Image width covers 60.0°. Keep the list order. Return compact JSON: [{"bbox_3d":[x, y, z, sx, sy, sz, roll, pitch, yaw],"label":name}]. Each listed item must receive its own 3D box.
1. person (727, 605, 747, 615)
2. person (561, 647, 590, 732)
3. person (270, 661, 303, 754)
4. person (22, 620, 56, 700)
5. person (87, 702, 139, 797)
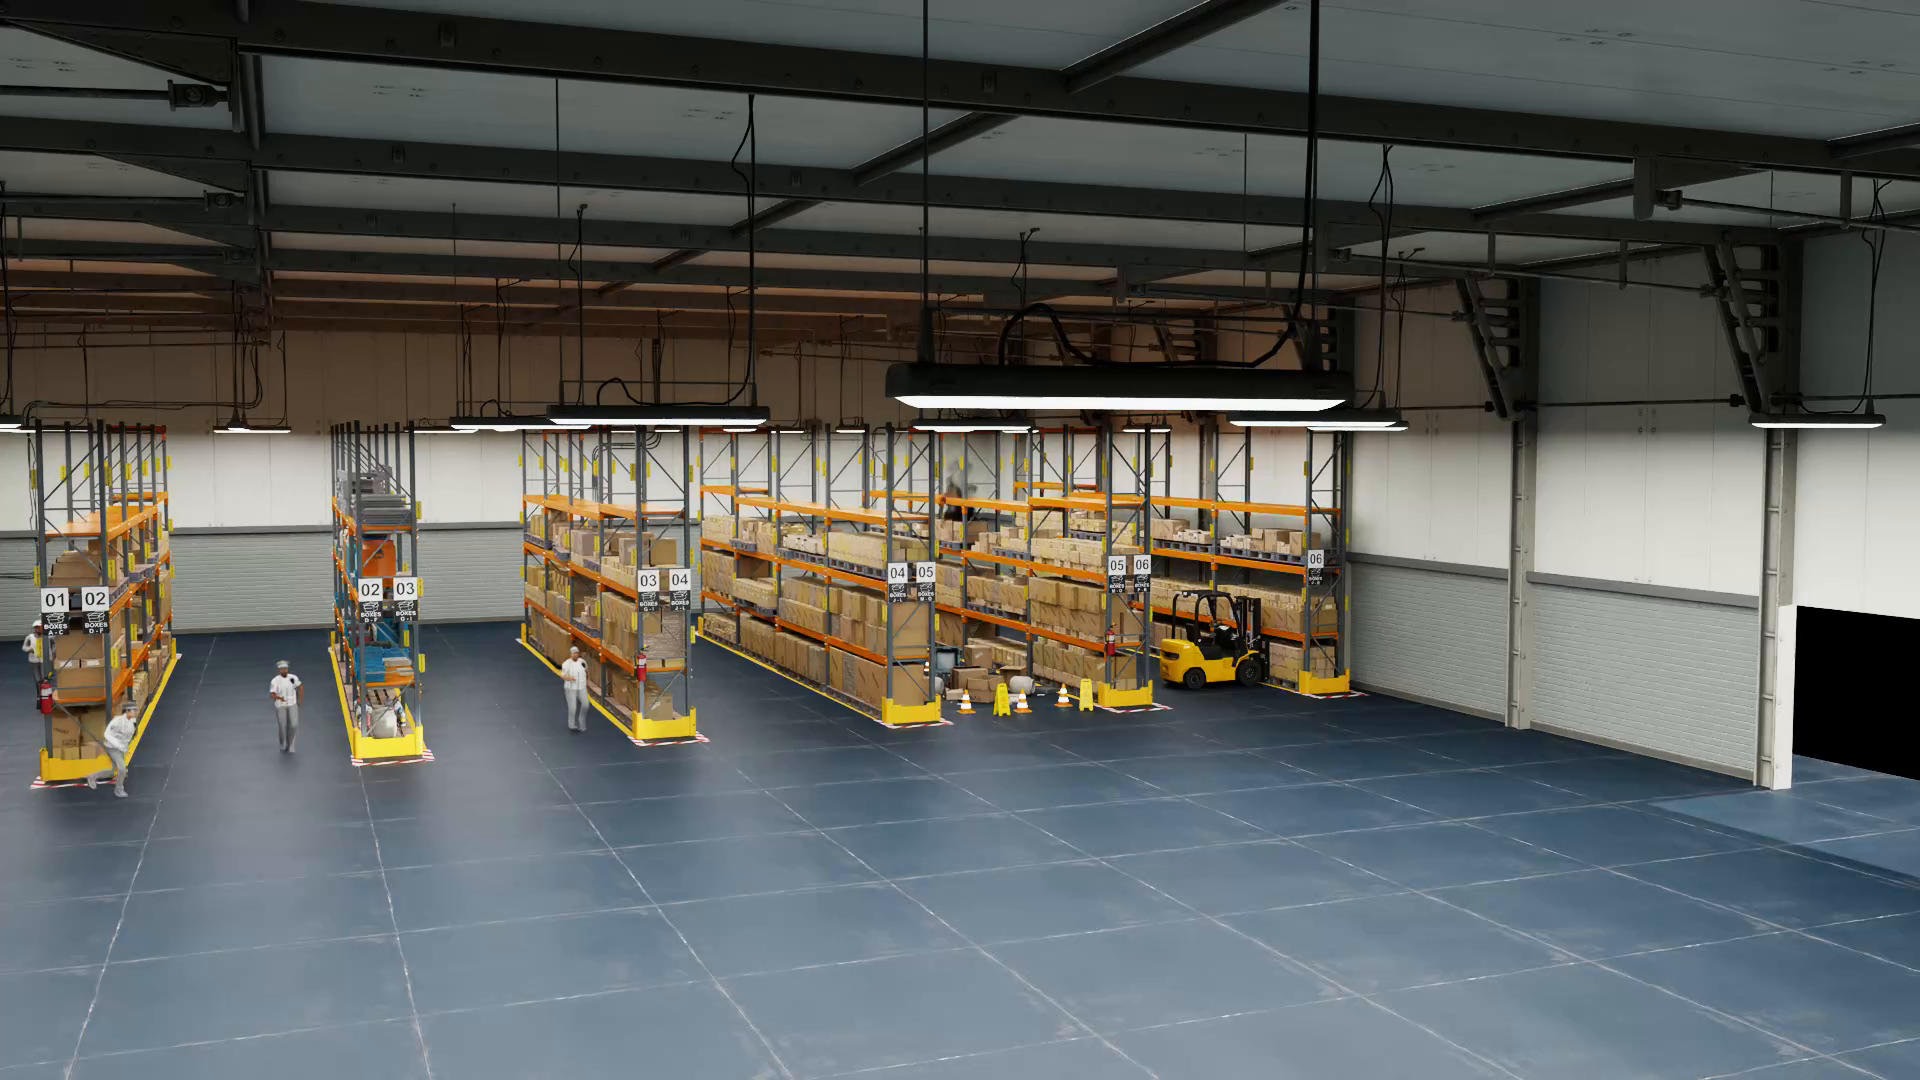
[{"bbox_3d":[-6.740,1.751,49.544,0.923,1.720,0.722,2,4,30],"label":"person"},{"bbox_3d":[-7.421,2.896,32.164,0.580,1.680,0.685,-2,4,-27],"label":"person"},{"bbox_3d":[-12.156,3.021,30.046,0.582,1.707,0.703,-2,4,-27],"label":"person"},{"bbox_3d":[-19.710,2.628,35.610,0.638,1.828,0.763,-2,4,-24],"label":"person"},{"bbox_3d":[-13.461,3.333,26.460,0.925,1.554,0.627,1,4,13],"label":"person"}]
